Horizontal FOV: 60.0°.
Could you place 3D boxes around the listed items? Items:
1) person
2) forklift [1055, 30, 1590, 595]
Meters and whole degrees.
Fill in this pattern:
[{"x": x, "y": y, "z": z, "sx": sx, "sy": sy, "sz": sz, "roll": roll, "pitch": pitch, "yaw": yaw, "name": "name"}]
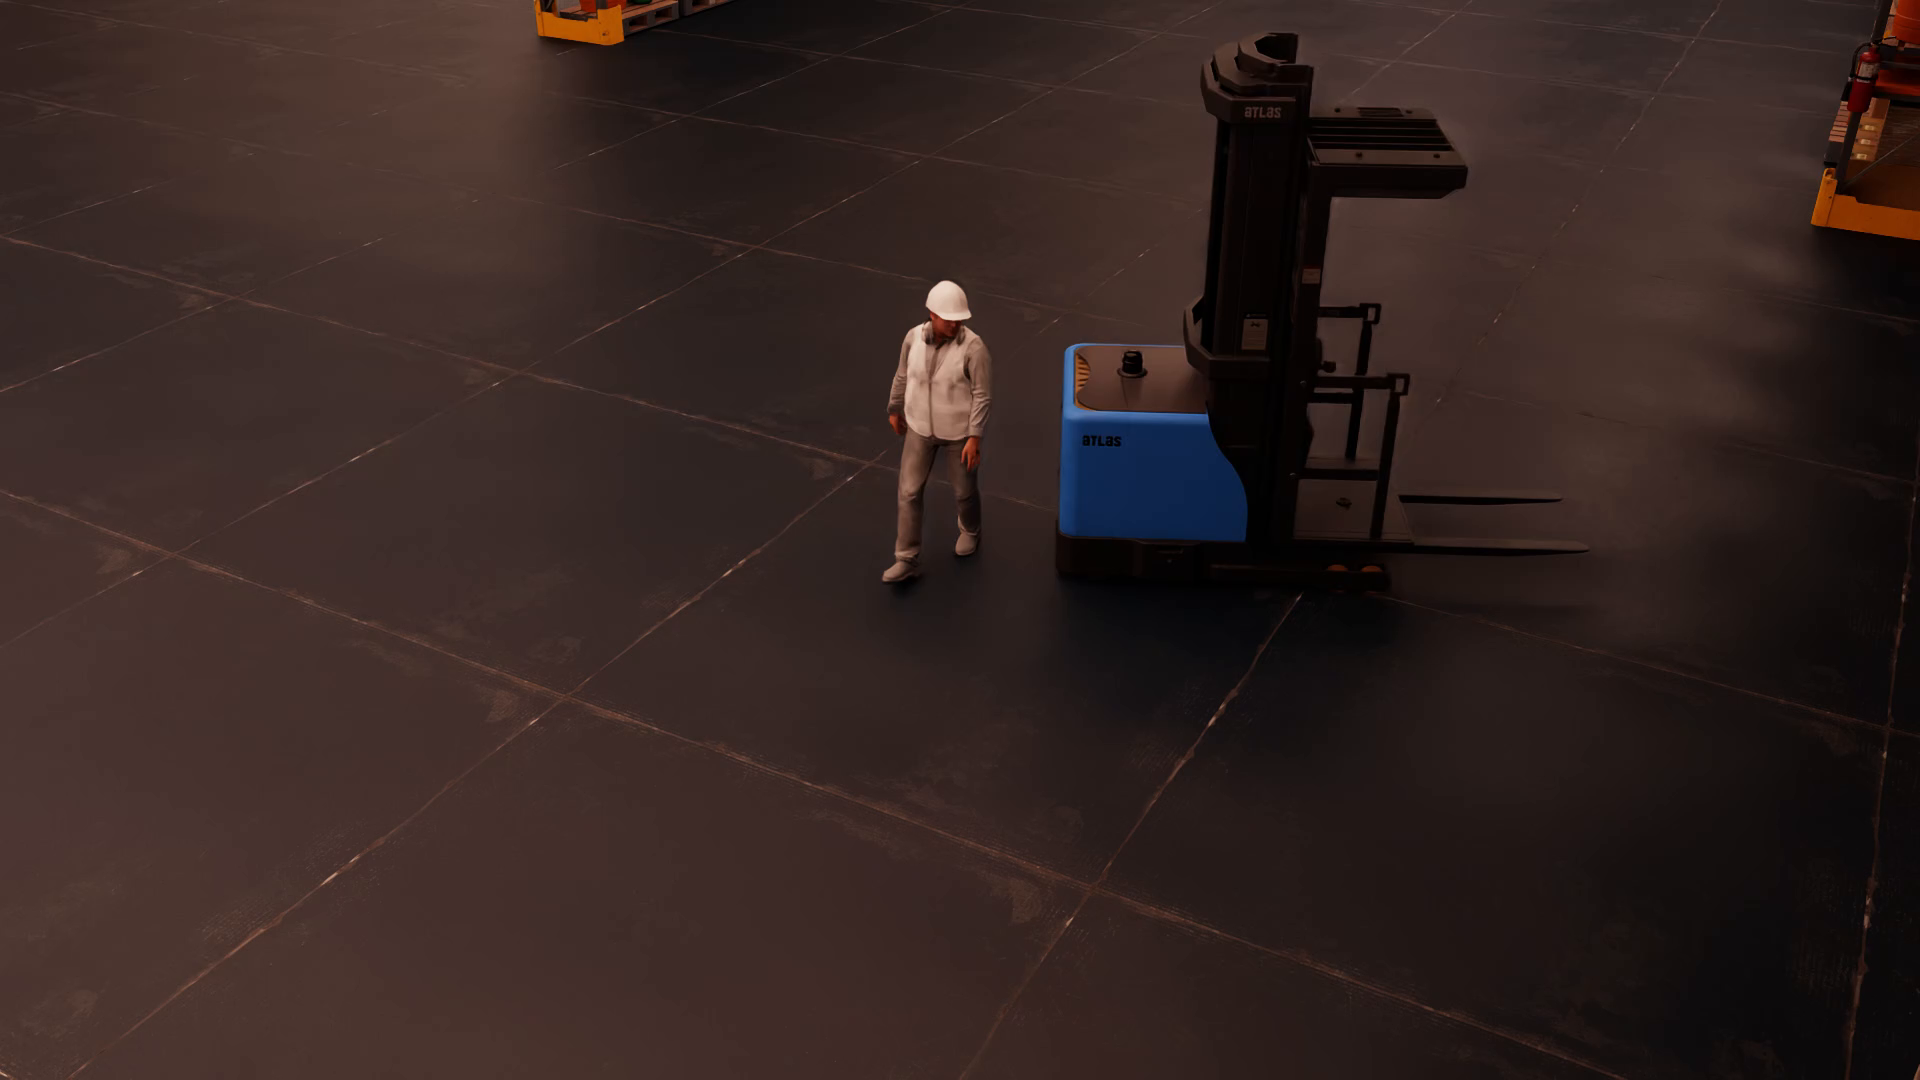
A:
[{"x": -0.153, "y": -0.606, "z": 9.328, "sx": 0.677, "sy": 1.731, "sz": 0.867, "roll": 10, "pitch": 31, "yaw": 17, "name": "person"}, {"x": 2.091, "y": -1.231, "z": 9.203, "sx": 3.031, "sy": 2.935, "sz": 1.130, "roll": 2, "pitch": 30, "yaw": 3, "name": "forklift"}]
